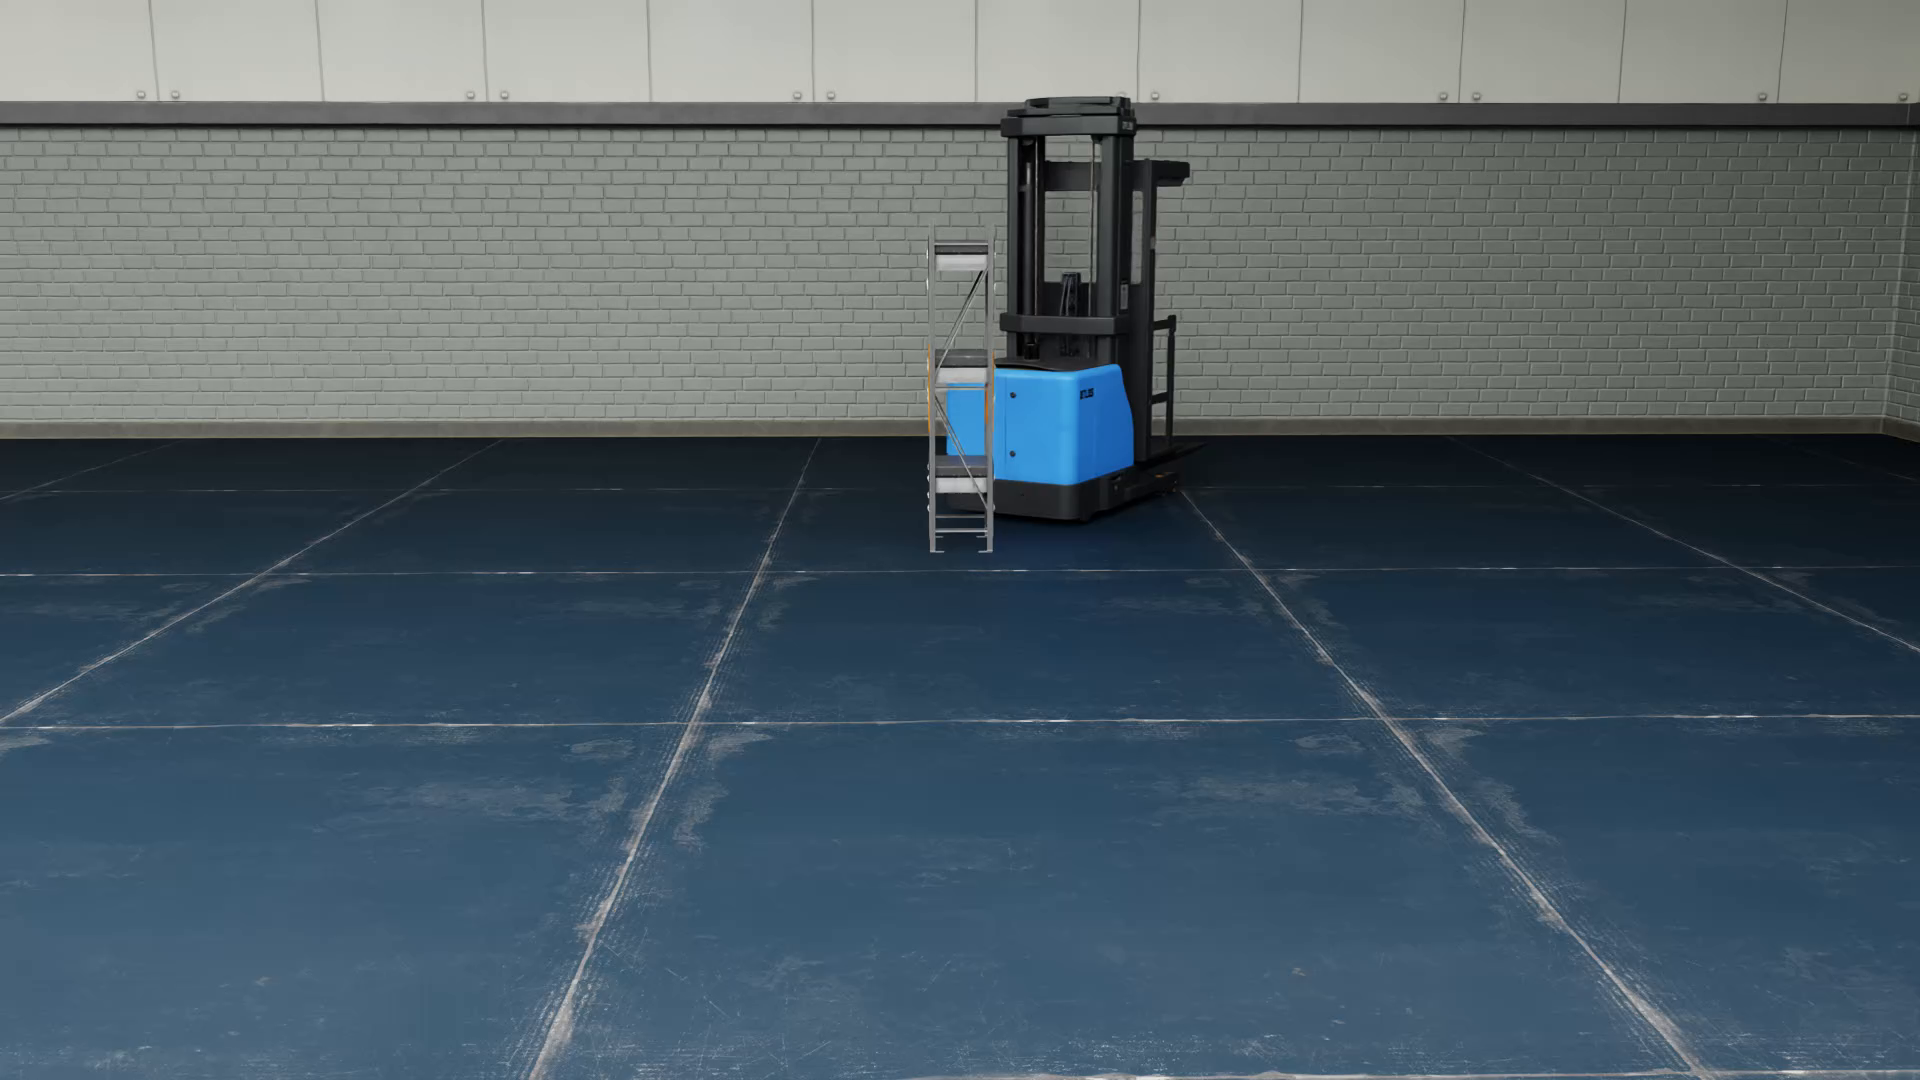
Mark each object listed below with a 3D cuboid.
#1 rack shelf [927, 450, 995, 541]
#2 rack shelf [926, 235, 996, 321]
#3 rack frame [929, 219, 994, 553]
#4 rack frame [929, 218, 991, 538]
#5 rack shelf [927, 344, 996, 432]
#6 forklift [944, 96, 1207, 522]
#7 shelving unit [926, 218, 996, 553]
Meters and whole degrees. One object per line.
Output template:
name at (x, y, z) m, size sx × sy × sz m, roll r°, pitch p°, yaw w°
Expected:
rack shelf at (0.003, -0.297, 10.830) m, size 0.431 × 0.518 × 0.480 m, roll 0°, pitch 11°, yaw -1°
rack shelf at (0.003, -1.669, 10.552) m, size 0.431 × 0.518 × 0.480 m, roll 0°, pitch 11°, yaw -1°
rack frame at (0.008, -0.948, 10.449) m, size 0.400 × 2.100 × 0.015 m, roll 0°, pitch 11°, yaw -1°
rack frame at (-0.002, -1.045, 10.927) m, size 0.400 × 2.100 × 0.015 m, roll 0°, pitch 11°, yaw -1°
rack shelf at (0.003, -0.983, 10.691) m, size 0.431 × 0.518 × 0.480 m, roll 0°, pitch 11°, yaw -1°
forklift at (1.049, -1.809, 12.604) m, size 1.130 × 2.935 × 3.031 m, roll 6°, pitch 13°, yaw 29°
shelving unit at (0.003, -0.996, 10.688) m, size 0.431 × 2.100 × 0.503 m, roll 0°, pitch 11°, yaw -1°
